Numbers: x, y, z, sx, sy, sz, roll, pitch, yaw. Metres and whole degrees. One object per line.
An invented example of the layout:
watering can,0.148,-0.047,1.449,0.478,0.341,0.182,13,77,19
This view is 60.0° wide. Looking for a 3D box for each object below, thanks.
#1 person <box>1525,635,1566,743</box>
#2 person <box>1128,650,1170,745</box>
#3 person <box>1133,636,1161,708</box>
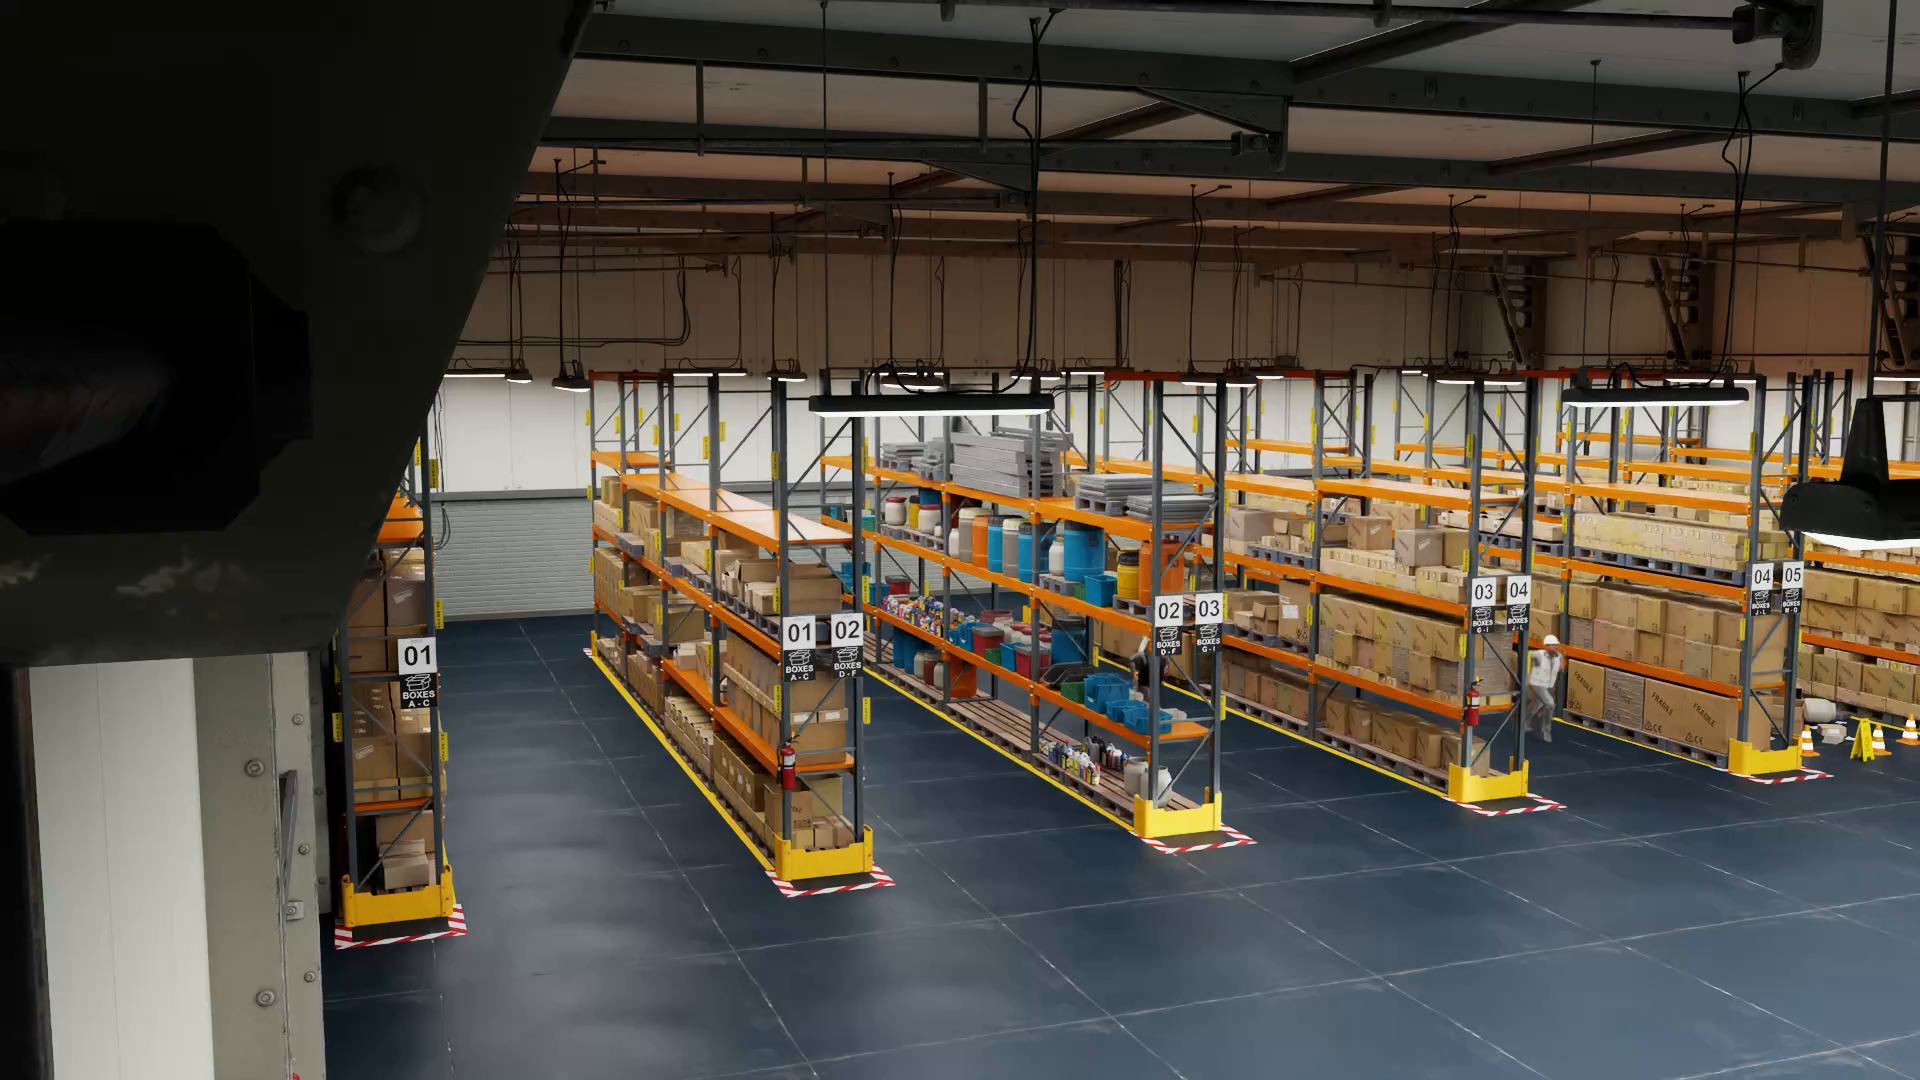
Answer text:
person,9.577,2.413,27.437,0.650,1.773,0.944,-3,7,-27
person,3.091,2.442,27.417,0.657,1.734,1.009,-4,7,-31
person,3.363,2.261,29.506,0.564,1.578,0.921,-4,7,-30
